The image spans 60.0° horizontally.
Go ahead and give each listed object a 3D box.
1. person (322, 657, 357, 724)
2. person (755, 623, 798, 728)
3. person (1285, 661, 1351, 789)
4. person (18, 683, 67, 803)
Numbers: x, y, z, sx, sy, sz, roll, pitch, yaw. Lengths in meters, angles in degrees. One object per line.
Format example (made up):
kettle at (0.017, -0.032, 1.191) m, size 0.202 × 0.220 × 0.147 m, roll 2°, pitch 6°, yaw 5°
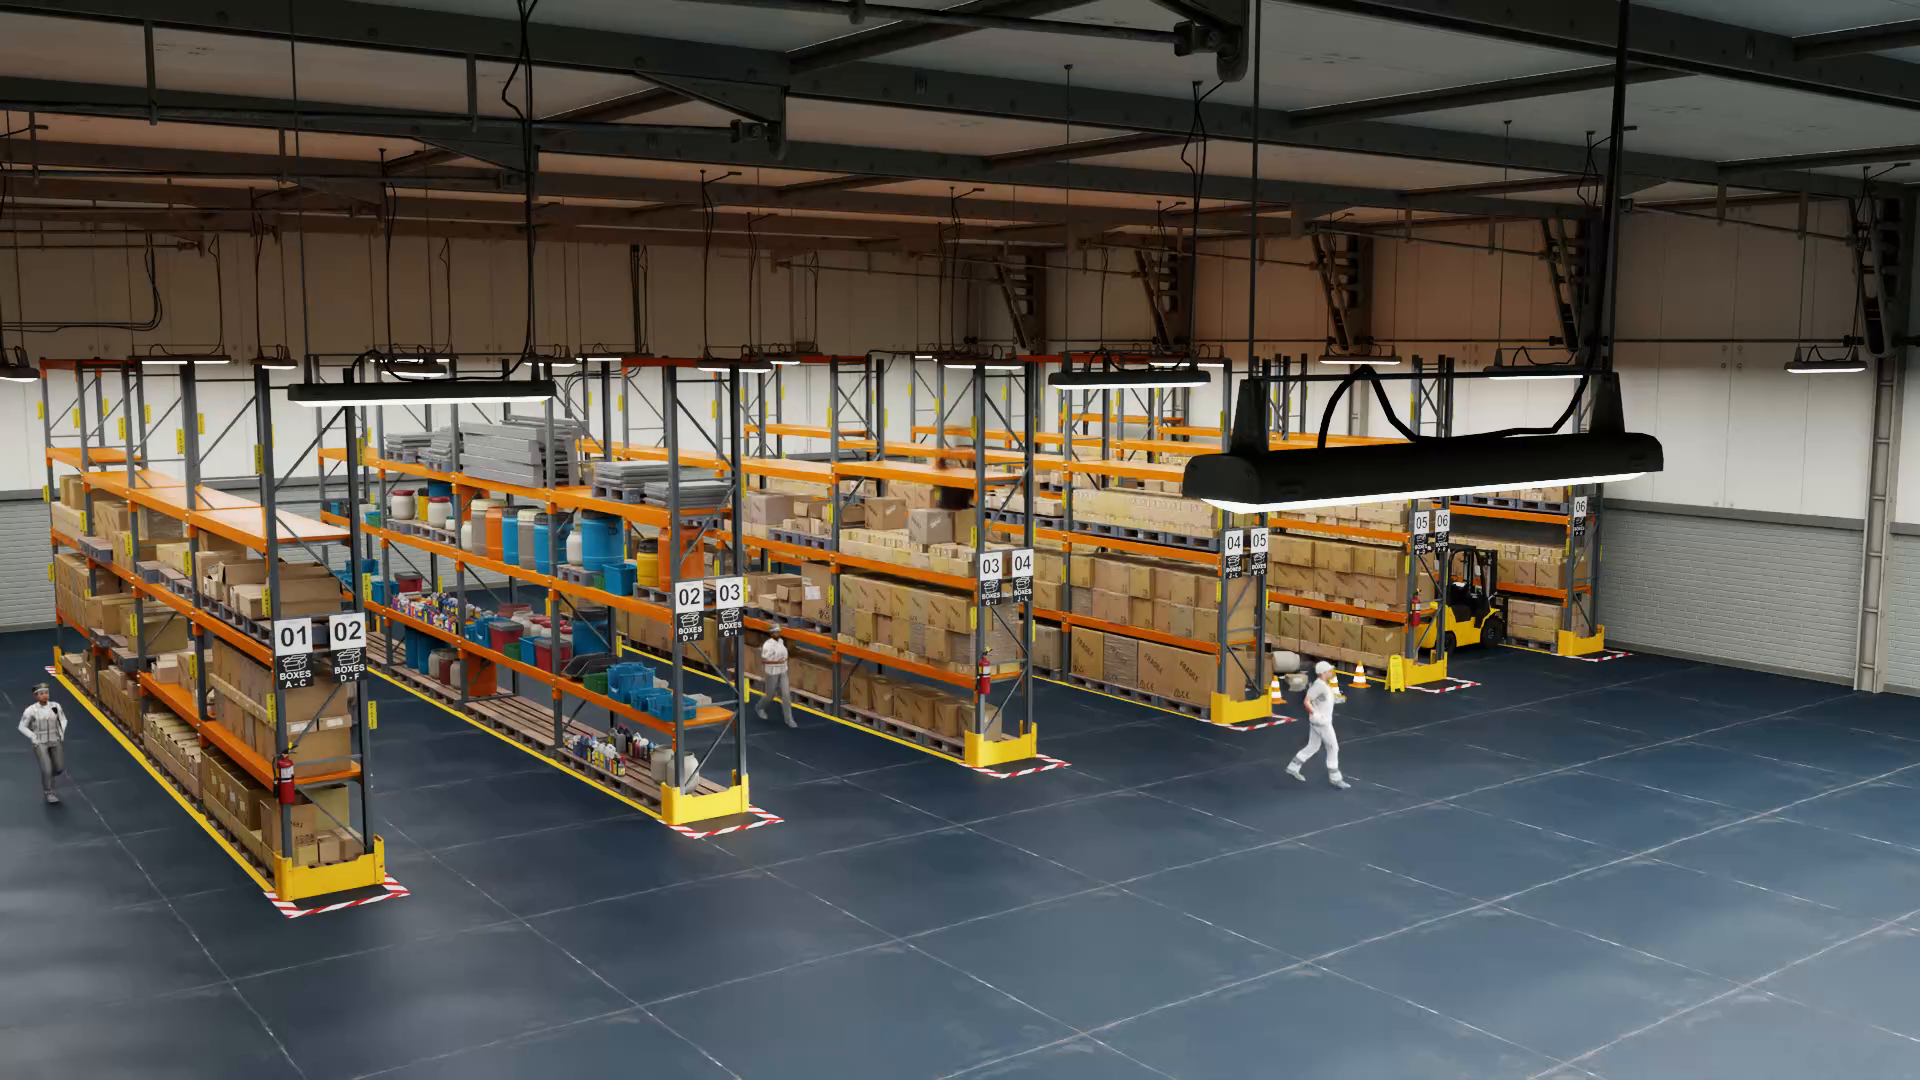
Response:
person at (-10.091, 2.212, 27.407) m, size 0.591 × 1.682 × 0.658 m, roll 5°, pitch 9°, yaw 38°
person at (-3.035, 2.200, 27.343) m, size 0.924 × 1.701 × 0.581 m, roll 6°, pitch 9°, yaw 43°
person at (5.098, 2.608, 23.613) m, size 0.916 × 1.815 × 0.629 m, roll 1°, pitch 7°, yaw 5°
person at (-12.594, 2.770, 22.887) m, size 0.580 × 1.647 × 0.614 m, roll 7°, pitch 10°, yaw 44°
